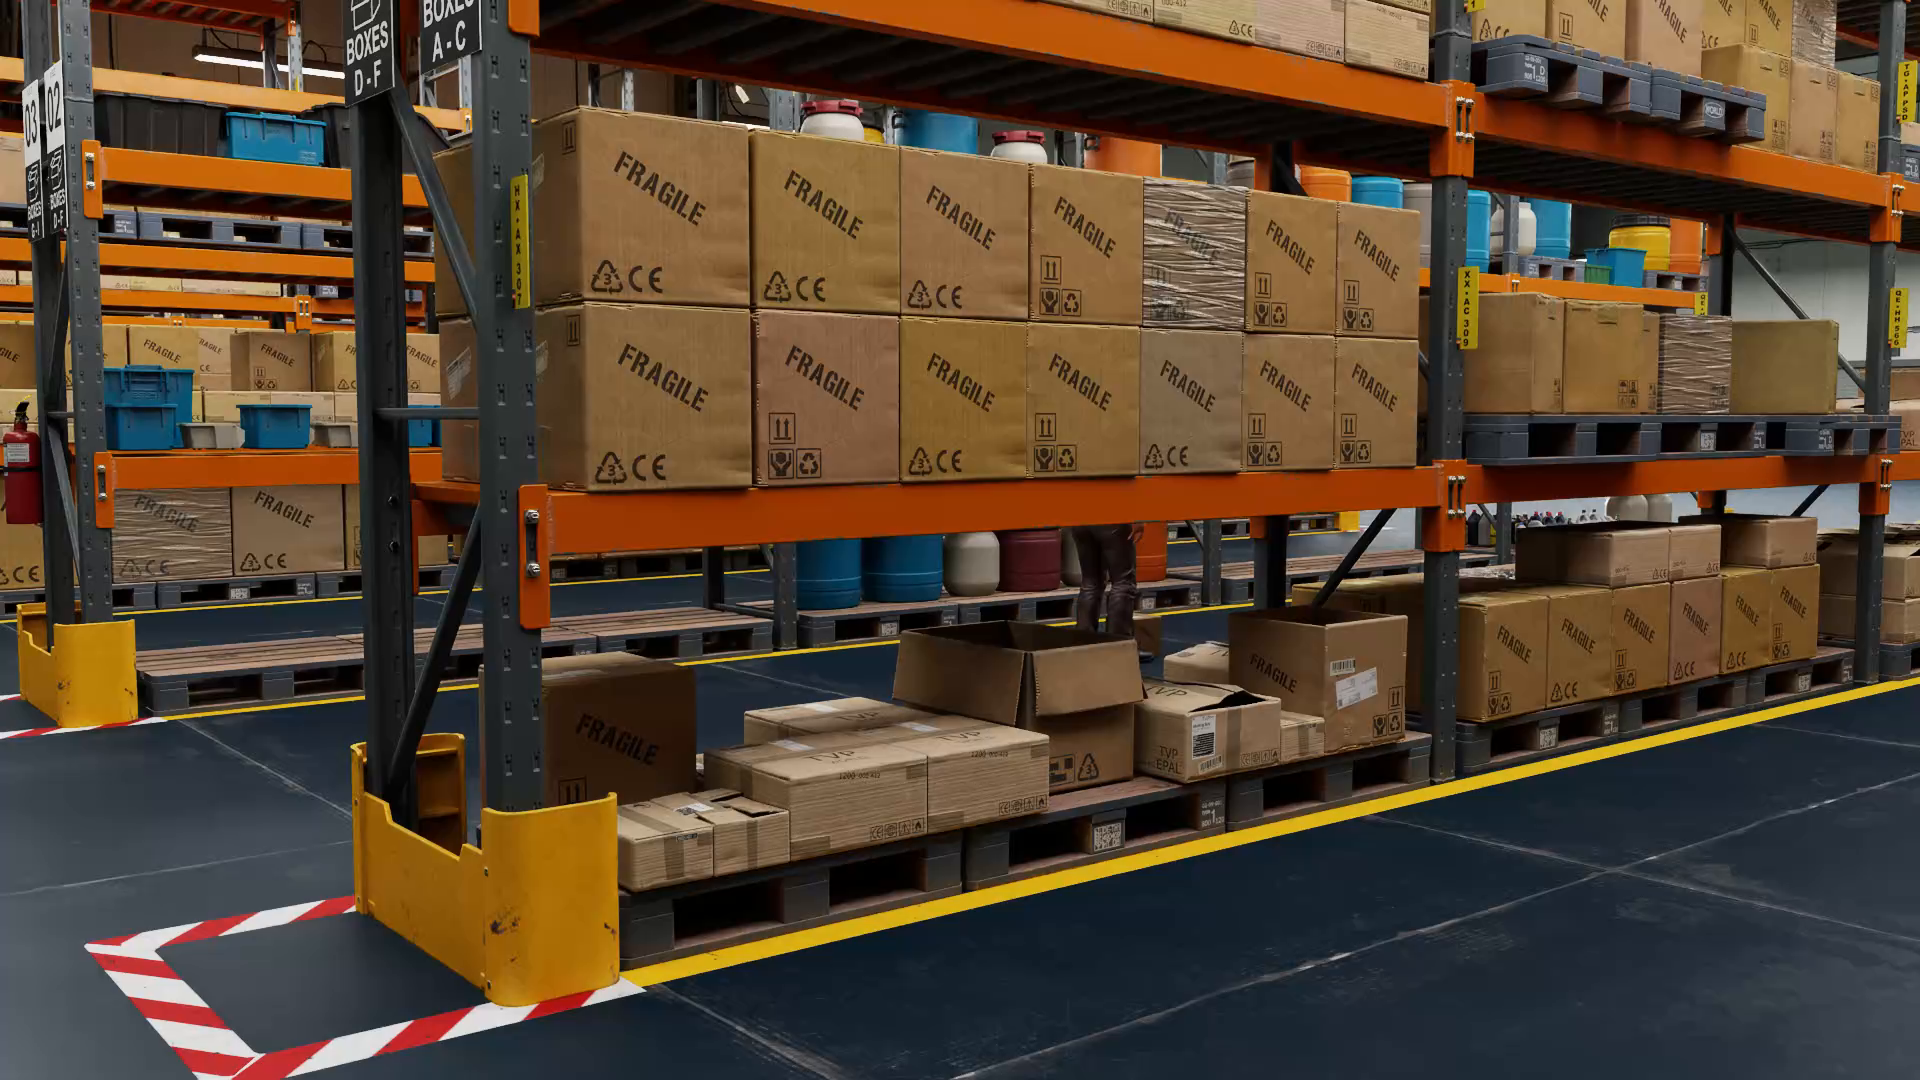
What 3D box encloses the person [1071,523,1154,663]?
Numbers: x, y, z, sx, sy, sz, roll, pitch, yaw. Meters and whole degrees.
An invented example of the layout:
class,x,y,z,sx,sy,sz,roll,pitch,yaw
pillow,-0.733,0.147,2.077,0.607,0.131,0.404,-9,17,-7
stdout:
class,x,y,z,sx,sy,sz,roll,pitch,yaw
person,0.885,-0.118,10.230,0.392,1.720,0.584,-4,6,-39
